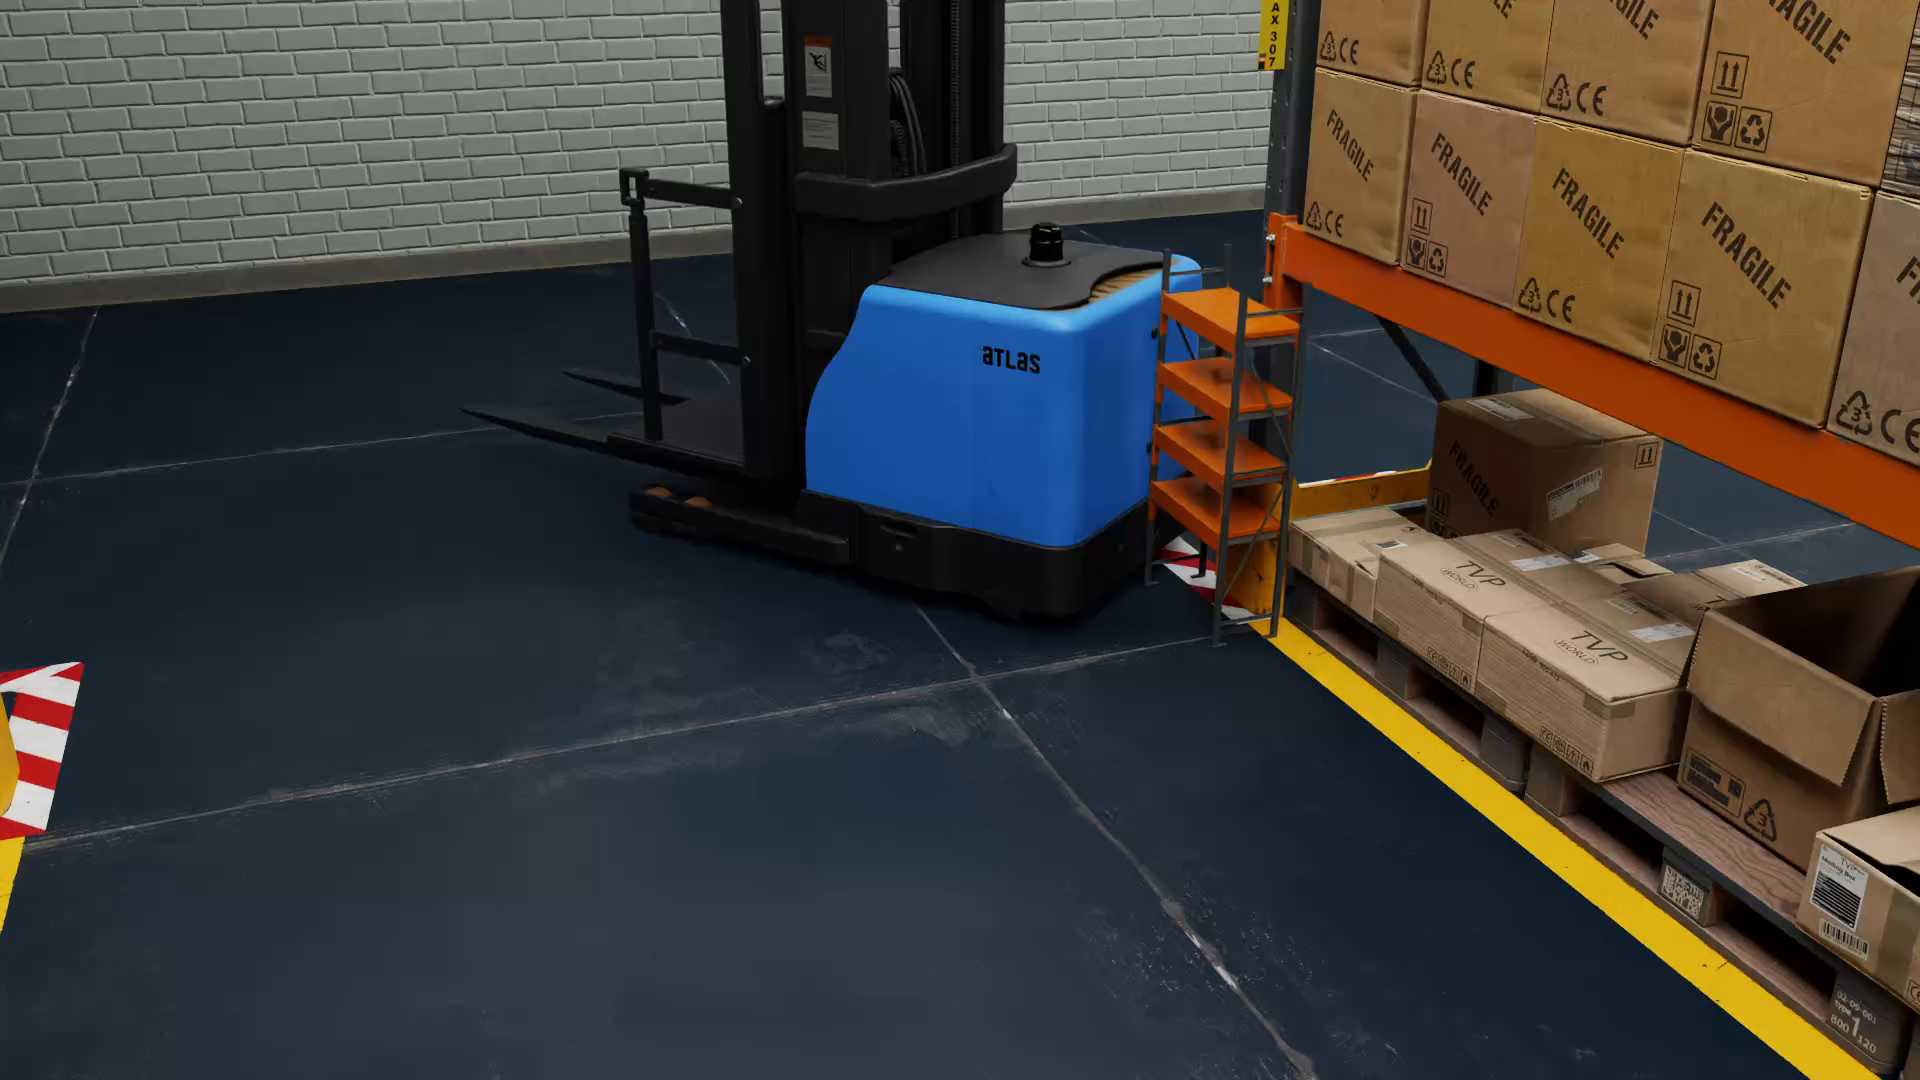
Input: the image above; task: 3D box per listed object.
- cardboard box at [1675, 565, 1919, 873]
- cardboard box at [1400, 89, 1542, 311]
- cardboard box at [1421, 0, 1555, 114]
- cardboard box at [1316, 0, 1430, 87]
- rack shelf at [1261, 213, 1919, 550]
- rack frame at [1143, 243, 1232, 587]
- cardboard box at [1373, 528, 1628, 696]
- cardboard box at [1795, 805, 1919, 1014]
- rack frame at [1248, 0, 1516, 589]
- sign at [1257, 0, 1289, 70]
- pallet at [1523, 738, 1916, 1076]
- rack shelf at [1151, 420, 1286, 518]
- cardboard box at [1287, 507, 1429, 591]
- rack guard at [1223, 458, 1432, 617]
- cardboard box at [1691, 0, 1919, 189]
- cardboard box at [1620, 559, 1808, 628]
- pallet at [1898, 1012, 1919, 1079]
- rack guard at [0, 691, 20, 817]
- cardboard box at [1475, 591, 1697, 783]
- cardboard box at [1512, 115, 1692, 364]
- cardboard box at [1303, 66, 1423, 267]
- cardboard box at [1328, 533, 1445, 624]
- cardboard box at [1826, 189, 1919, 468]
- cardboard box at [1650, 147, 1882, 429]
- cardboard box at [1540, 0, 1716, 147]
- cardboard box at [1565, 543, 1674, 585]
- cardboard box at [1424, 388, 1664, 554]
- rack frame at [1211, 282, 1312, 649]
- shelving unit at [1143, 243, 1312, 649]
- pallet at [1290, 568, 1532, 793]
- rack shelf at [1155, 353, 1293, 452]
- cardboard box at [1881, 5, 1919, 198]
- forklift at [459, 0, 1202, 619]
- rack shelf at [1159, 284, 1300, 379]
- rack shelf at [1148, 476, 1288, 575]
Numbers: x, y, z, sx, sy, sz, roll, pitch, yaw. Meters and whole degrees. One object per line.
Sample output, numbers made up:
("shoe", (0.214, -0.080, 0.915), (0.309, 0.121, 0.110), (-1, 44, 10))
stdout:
("cardboard box", (2.217, 0.436, 4.002), (0.797, 0.503, 0.637), (-8, 24, -19))
("cardboard box", (1.570, -0.945, 4.502), (0.500, 0.500, 0.500), (-9, 24, -20))
("cardboard box", (1.575, -1.404, 4.303), (0.500, 0.500, 0.500), (-8, 24, -18))
("cardboard box", (1.383, -1.593, 4.751), (0.500, 0.500, 0.500), (-8, 24, -17))
("rack shelf", (2.179, -0.225, 3.848), (1.077, 0.370, 4.000), (-8, 24, -19))
("rack frame", (0.763, -0.402, 5.621), (0.240, 1.200, 0.015), (-9, 26, -19))
("cardboard box", (1.576, 0.199, 4.889), (0.500, 0.250, 0.500), (-8, 24, -19))
("cardboard box", (2.154, 0.766, 3.467), (0.500, 0.311, 0.500), (-8, 24, -19))
("rack frame", (1.473, -1.283, 5.433), (1.000, 3.000, 0.127), (-8, 24, -19))
("sign", (0.965, -1.608, 5.088), (0.100, 0.325, 0.005), (-8, 24, -19))
("pallet", (2.210, 0.761, 4.172), (1.003, 0.211, 1.213), (-8, 24, -19))
("rack shelf", (0.850, -0.246, 5.442), (0.258, 0.148, 0.480), (-9, 26, -19))
("cardboard box", (1.299, 0.027, 5.428), (0.380, 0.149, 0.250), (-8, 24, -19))
("rack guard", (1.500, -0.104, 5.853), (1.175, 0.500, 0.348), (-8, 24, -19))
("cardboard box", (1.927, -1.037, 3.432), (0.500, 0.500, 0.500), (-9, 24, -19))
("cardboard box", (2.203, 0.294, 4.664), (0.500, 0.250, 0.500), (-8, 24, -19))
("pallet", (2.644, 1.205, 3.118), (1.003, 0.211, 1.213), (-8, 24, -19))
("rack guard", (-3.169, 0.541, 4.323), (1.175, 0.500, 0.348), (-8, 24, -19))
("cardboard box", (1.753, 0.381, 4.458), (0.500, 0.250, 0.500), (-8, 24, -19))
("cardboard box", (1.745, -0.763, 4.068), (0.500, 0.500, 0.500), (-8, 24, -19))
("cardboard box", (1.383, -1.132, 4.945), (0.500, 0.500, 0.500), (-8, 24, -18))
("cardboard box", (1.388, 0.110, 5.209), (0.380, 0.166, 0.250), (-8, 24, -19))
("cardboard box", (2.102, -0.396, 3.199), (0.500, 0.500, 0.500), (-8, 24, -18))
("cardboard box", (1.920, -0.581, 3.637), (0.500, 0.500, 0.500), (-8, 24, -18))
("cardboard box", (1.747, -1.221, 3.870), (0.500, 0.500, 0.500), (-8, 24, -18))
("cardboard box", (1.954, 0.143, 5.131), (0.380, 0.166, 0.250), (-8, 24, -19))
("cardboard box", (1.895, -0.170, 5.444), (0.500, 0.500, 0.500), (-8, 24, -19))
("rack frame", (0.938, -0.212, 5.207), (0.240, 1.200, 0.015), (-9, 26, -19))
("shelving unit", (0.850, -0.307, 5.414), (0.258, 1.200, 0.503), (-9, 26, -19))
("pallet", (1.782, 0.319, 5.222), (1.003, 0.211, 1.213), (-8, 24, -19))
("rack shelf", (0.852, -0.449, 5.349), (0.258, 0.148, 0.480), (-9, 26, -19))
("cardboard box", (2.104, -0.854, 2.998), (0.500, 0.500, 0.500), (-8, 24, -19))
("forklift", (-0.655, -1.503, 6.043), (3.031, 2.935, 1.130), (14, 26, 29))
("rack shelf", (0.854, -0.665, 5.252), (0.258, 0.148, 0.480), (-9, 26, -19))
("rack shelf", (0.848, -0.065, 5.524), (0.258, 0.148, 0.480), (-9, 26, -19))
